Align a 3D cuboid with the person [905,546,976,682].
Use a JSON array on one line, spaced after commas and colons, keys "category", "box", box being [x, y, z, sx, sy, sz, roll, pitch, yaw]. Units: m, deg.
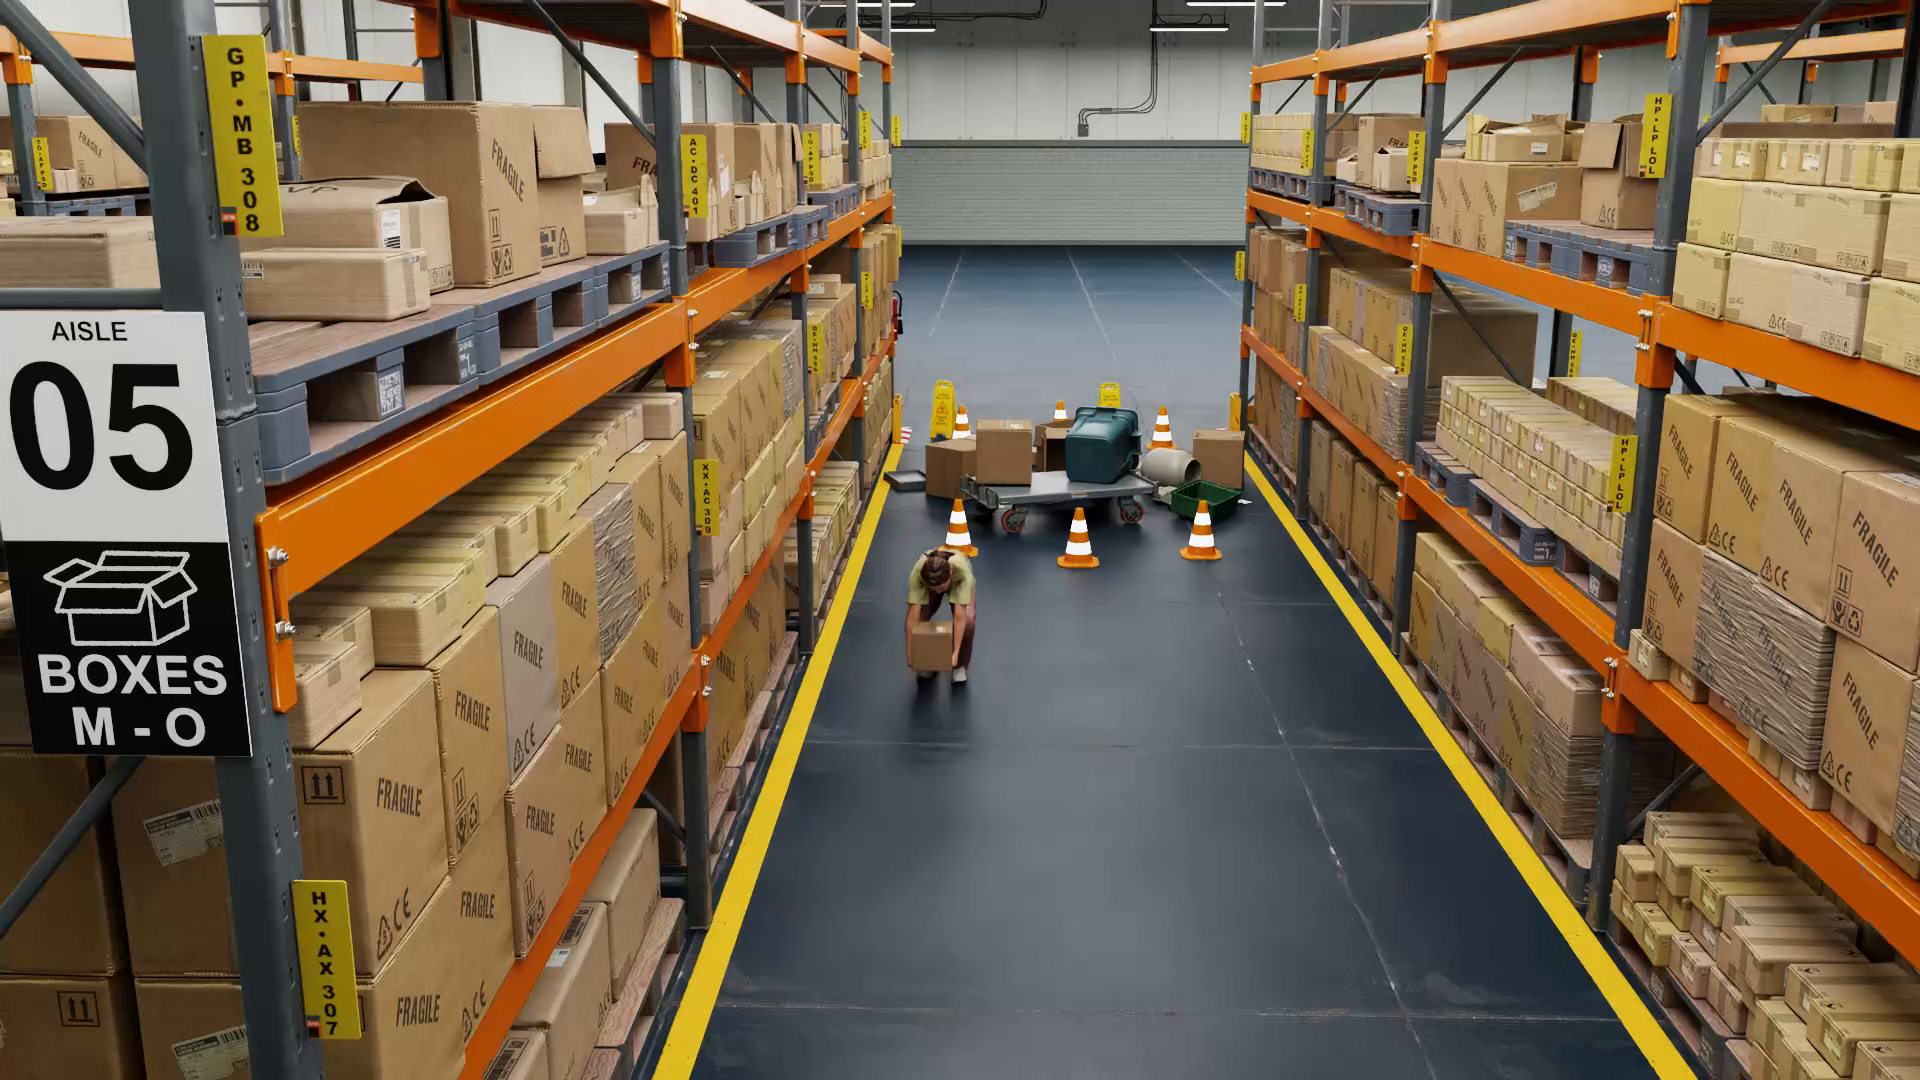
[{"category": "person", "box": [-0.121, 0.465, 10.674, 0.462, 0.934, 0.854, 2, 14, 9]}]
